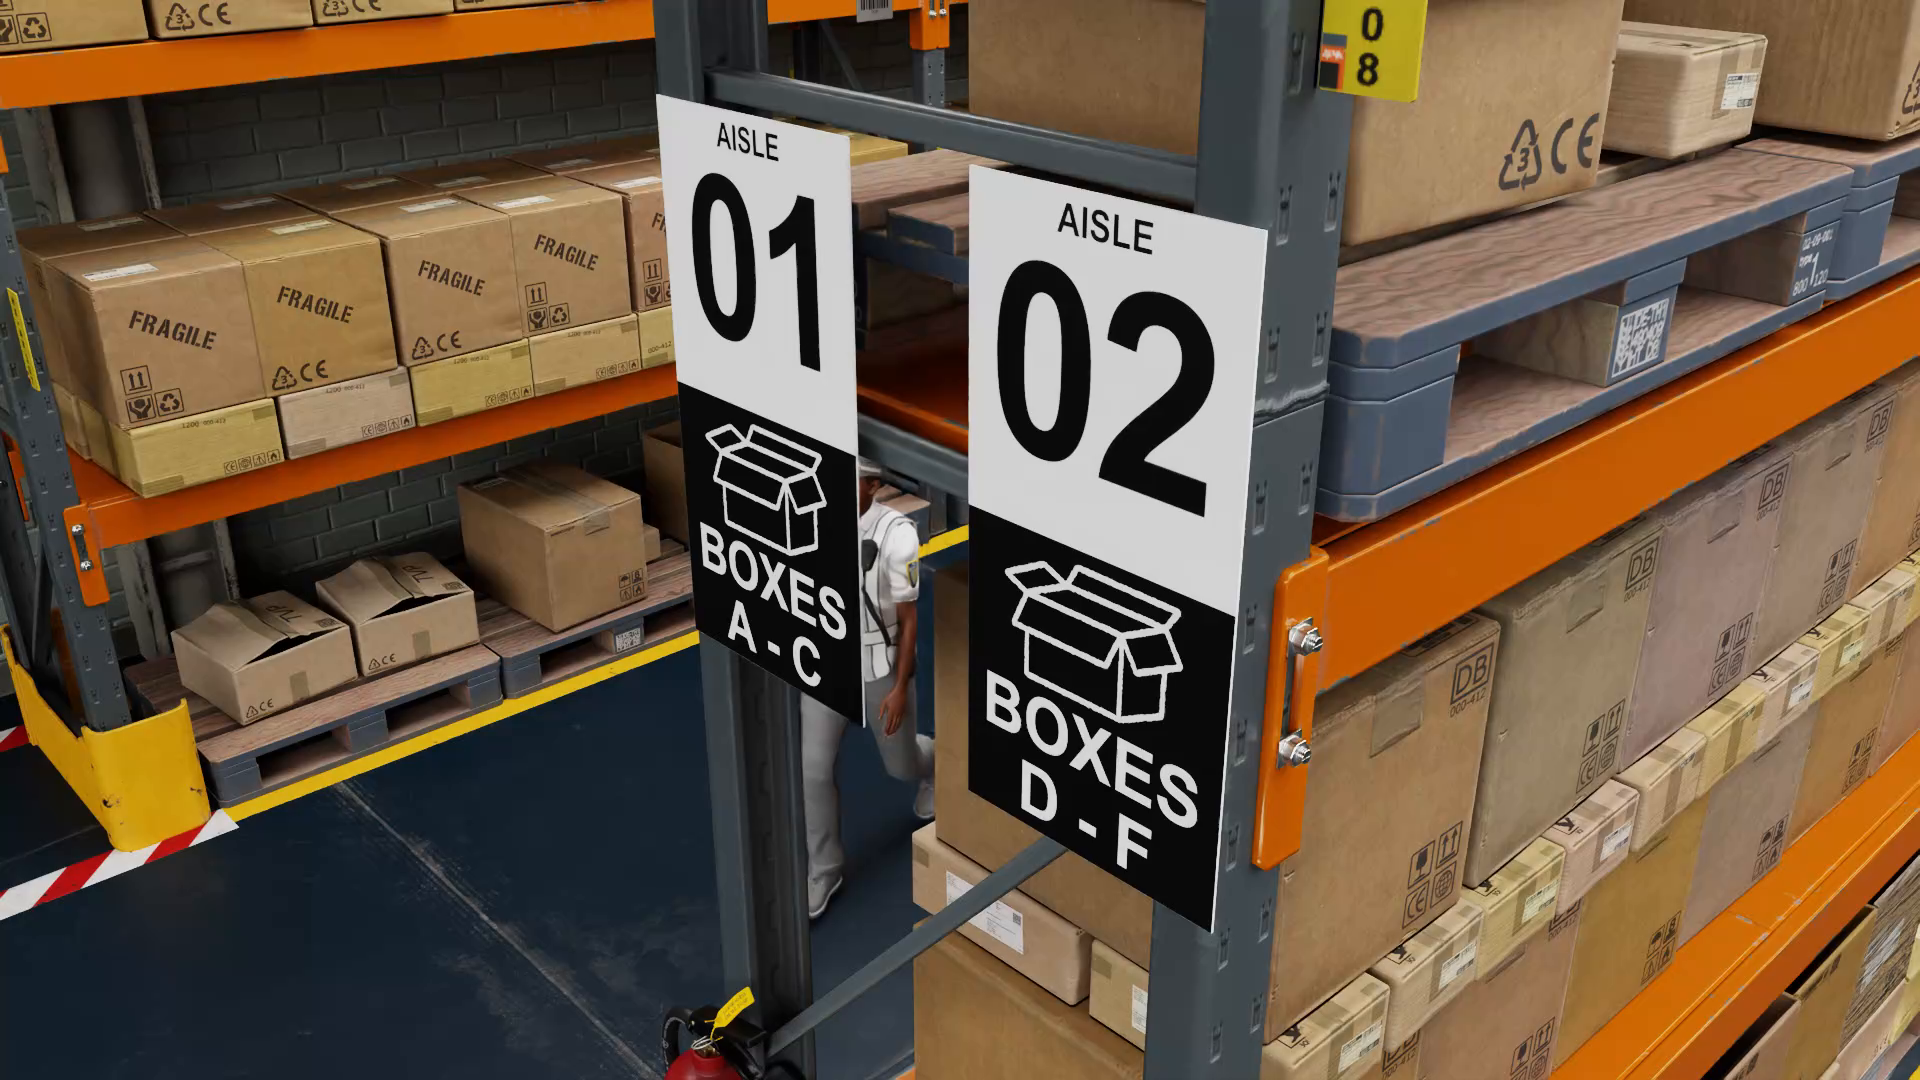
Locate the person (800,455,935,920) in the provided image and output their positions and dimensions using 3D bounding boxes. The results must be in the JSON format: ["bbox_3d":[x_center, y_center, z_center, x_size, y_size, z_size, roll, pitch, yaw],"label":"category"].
[{"bbox_3d":[-0.323,0.397,5.666,0.440,1.645,0.903,10,26,20],"label":"person"}]
